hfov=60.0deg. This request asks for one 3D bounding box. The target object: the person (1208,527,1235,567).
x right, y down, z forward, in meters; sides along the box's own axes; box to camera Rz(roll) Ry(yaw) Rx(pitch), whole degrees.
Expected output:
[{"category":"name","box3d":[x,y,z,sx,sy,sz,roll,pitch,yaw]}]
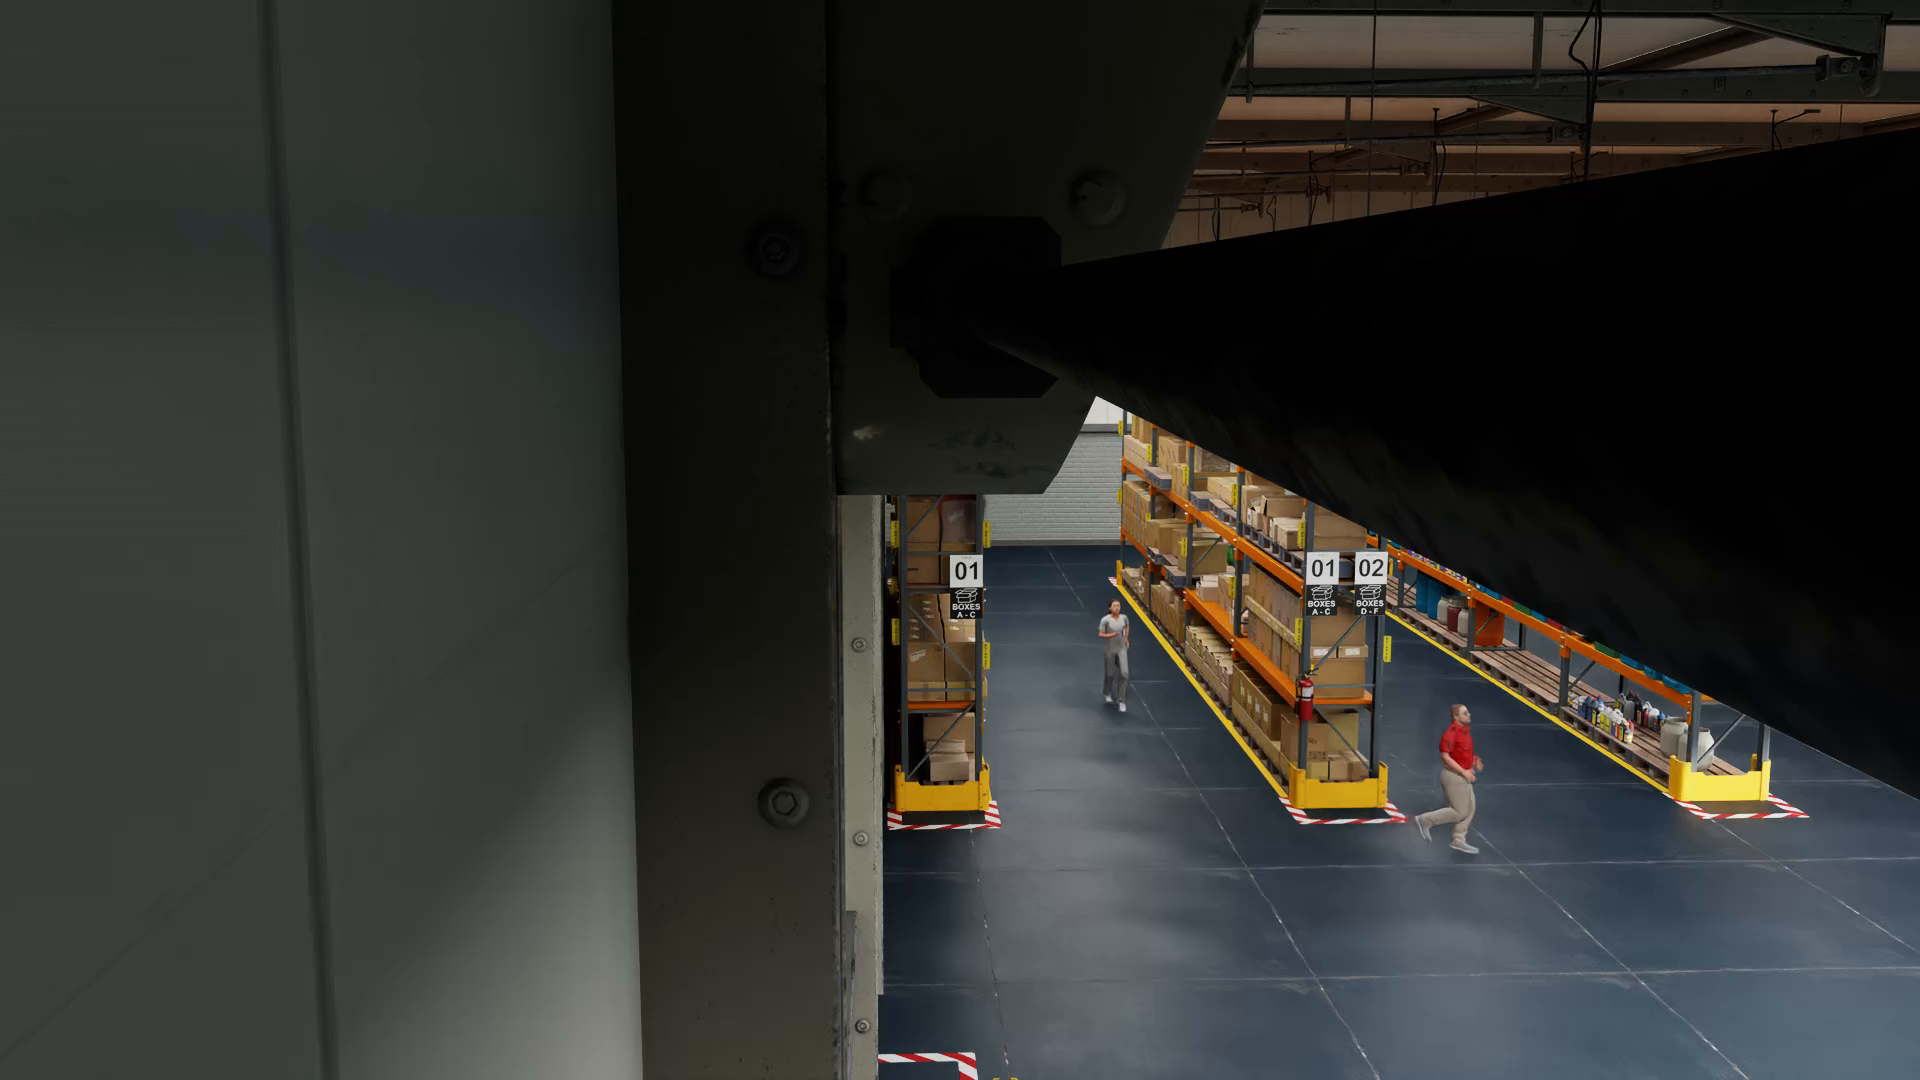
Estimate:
[{"category":"person","box3d":[5.716,0.135,36.153,0.674,1.708,0.592,-2,9,-13]}]

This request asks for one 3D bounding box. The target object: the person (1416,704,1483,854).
[{"category":"person","box3d":[5.573,2.684,18.865,0.685,1.709,0.662,4,9,25]}]

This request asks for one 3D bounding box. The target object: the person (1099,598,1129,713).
[{"category":"person","box3d":[2.378,1.737,25.562,0.549,1.714,0.728,-1,9,-10]}]
